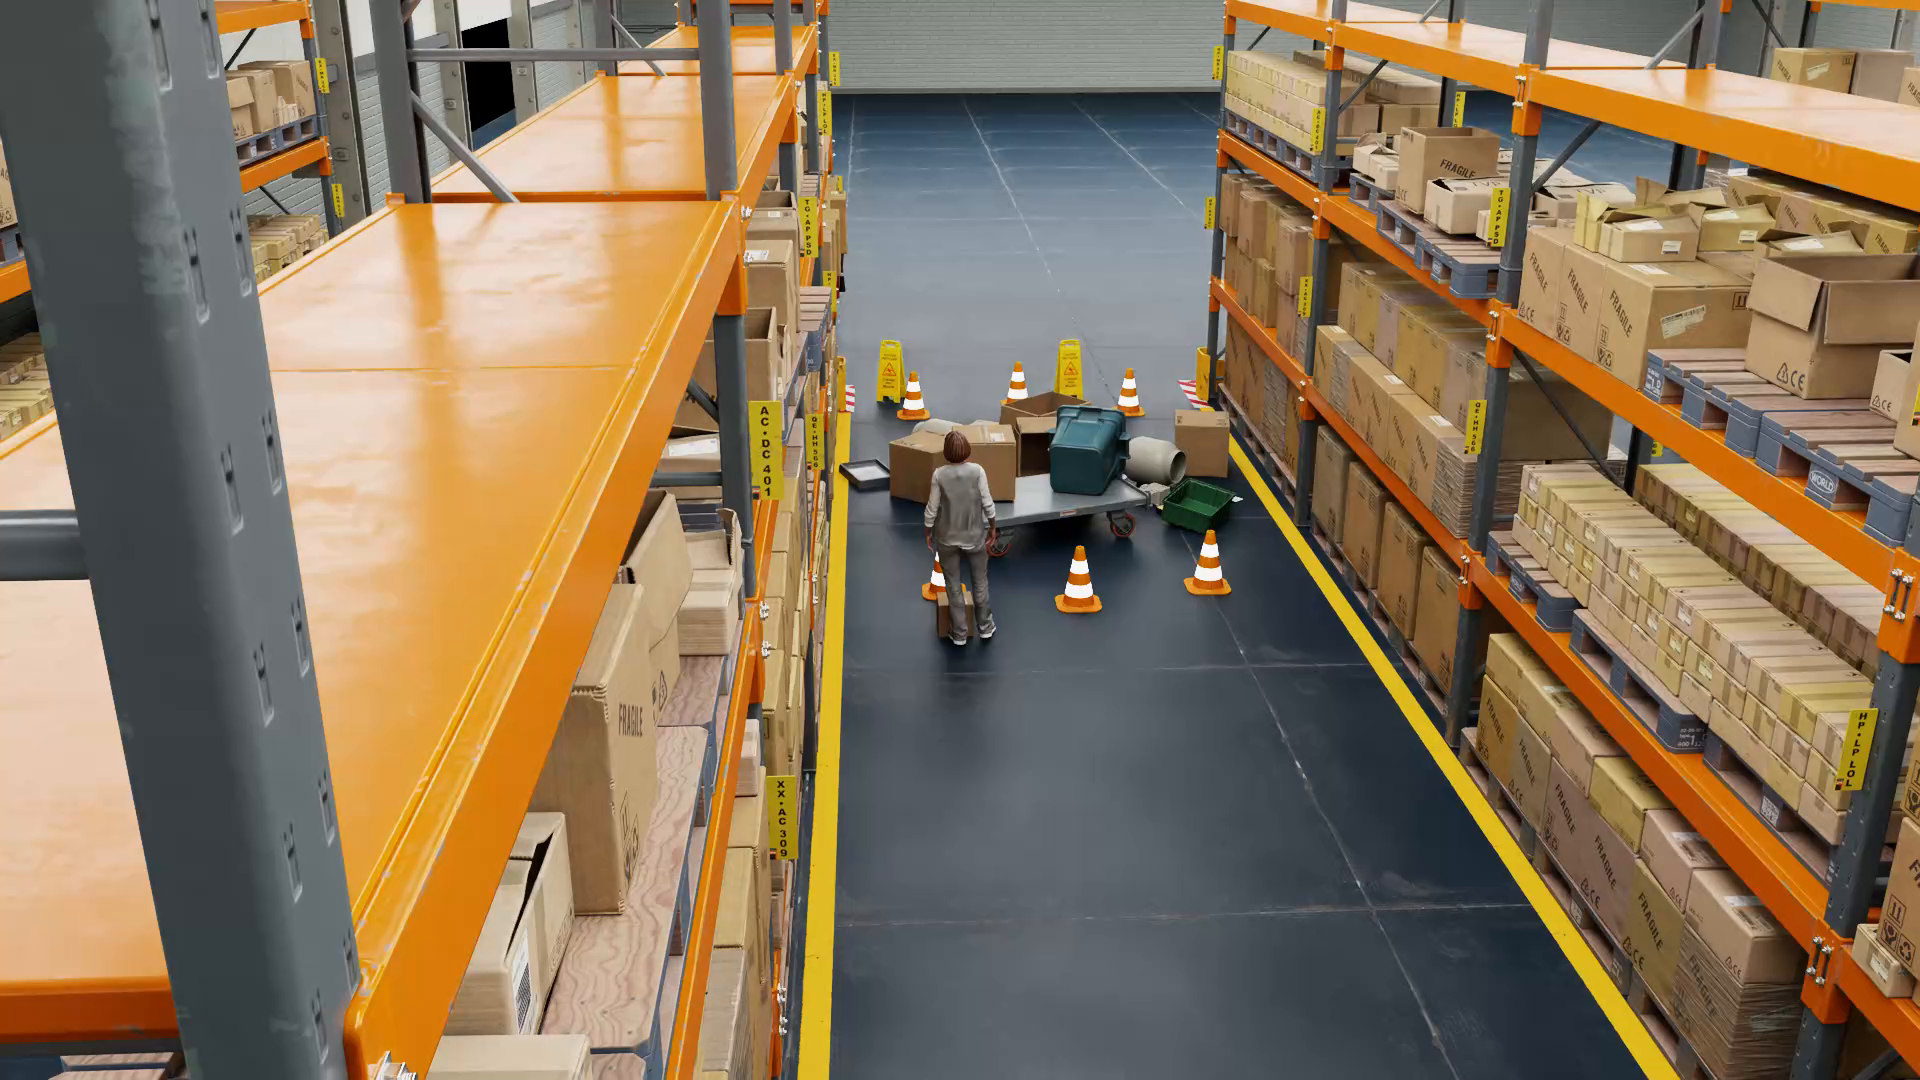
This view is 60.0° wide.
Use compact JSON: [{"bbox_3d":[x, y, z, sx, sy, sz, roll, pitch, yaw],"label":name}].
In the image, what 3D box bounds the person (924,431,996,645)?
[{"bbox_3d":[0.008,-0.034,11.657,0.521,1.598,0.473,-1,21,-3],"label":"person"}]
